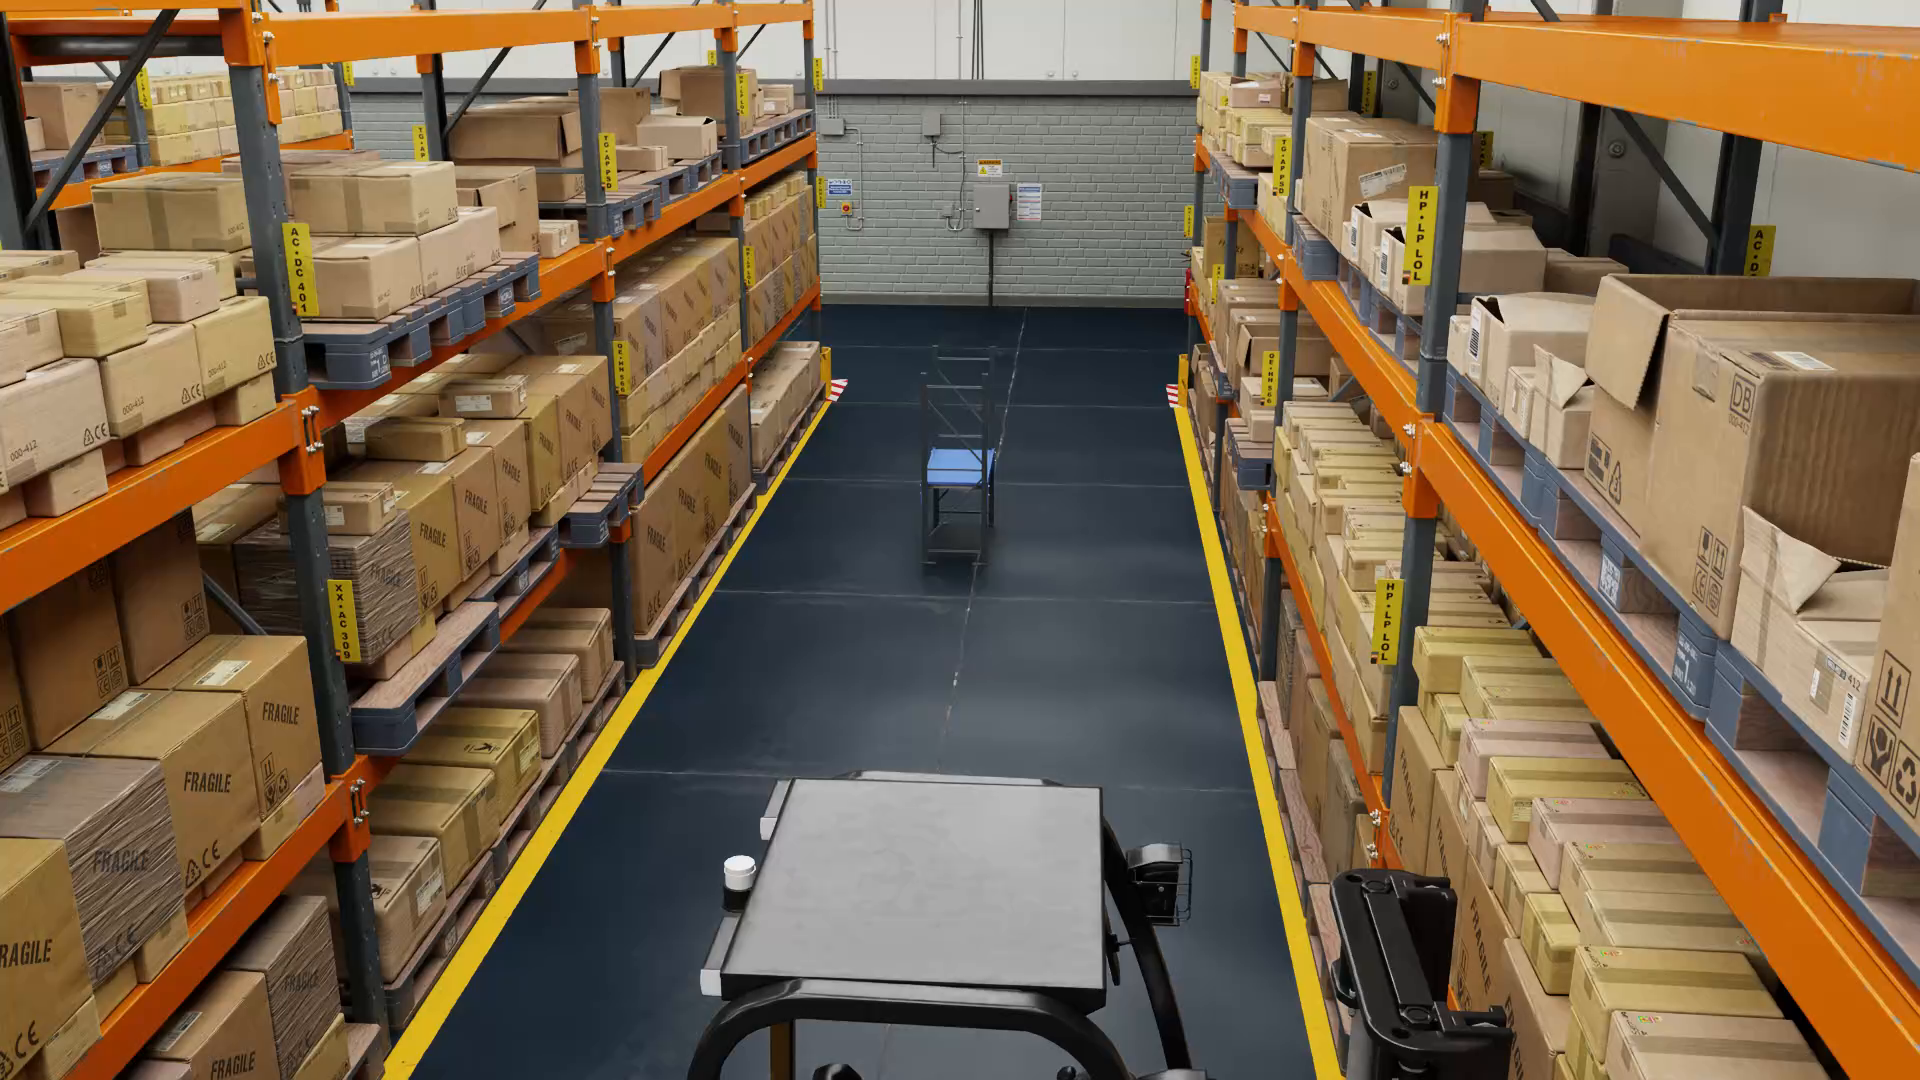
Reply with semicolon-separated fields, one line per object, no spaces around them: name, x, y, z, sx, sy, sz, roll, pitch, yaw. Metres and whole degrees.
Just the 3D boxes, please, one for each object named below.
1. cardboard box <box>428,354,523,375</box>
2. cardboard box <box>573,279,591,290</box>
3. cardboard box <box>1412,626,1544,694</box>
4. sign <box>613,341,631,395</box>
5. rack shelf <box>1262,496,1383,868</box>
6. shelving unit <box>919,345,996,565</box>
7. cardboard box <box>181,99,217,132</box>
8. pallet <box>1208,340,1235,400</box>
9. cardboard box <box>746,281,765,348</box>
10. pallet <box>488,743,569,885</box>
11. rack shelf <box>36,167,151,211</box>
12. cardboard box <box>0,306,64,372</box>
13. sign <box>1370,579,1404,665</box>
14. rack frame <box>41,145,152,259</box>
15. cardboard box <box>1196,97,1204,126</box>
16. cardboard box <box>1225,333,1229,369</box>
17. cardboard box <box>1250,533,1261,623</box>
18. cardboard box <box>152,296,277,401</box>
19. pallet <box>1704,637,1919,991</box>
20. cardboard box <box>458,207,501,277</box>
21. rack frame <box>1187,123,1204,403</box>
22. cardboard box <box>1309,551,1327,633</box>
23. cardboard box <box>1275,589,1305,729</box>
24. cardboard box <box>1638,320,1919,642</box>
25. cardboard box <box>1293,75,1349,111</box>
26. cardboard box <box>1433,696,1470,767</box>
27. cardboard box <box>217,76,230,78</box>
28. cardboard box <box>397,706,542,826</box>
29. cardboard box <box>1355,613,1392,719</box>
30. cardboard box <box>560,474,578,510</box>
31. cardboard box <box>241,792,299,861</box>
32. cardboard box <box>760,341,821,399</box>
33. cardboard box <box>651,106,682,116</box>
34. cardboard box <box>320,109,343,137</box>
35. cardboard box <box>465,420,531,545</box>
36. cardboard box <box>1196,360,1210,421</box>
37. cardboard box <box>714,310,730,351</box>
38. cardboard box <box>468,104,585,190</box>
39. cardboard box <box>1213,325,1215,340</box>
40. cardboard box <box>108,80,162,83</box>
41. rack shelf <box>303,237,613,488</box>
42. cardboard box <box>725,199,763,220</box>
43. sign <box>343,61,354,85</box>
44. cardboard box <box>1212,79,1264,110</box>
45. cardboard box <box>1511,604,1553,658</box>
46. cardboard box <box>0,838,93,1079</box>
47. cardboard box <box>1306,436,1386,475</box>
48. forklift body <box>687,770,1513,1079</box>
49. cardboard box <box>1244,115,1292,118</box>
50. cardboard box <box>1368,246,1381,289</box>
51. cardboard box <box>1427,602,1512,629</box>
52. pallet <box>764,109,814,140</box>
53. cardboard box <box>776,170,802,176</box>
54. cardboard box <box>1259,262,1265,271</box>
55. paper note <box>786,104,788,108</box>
cardboard box;-2.849;-0.789;9.701;0.500;0.500;0.500;1;18;2
cardboard box;-2.739;-1.538;11.533;0.500;0.500;0.500;1;18;4
cardboard box;1.760;0.412;5.668;0.380;0.149;0.250;2;18;5
sign;-2.044;-1.039;10.043;0.100;0.325;0.005;1;18;4
rack shelf;2.222;0.538;8.121;1.077;0.370;4.000;1;18;4
shelving unit;-0.006;-0.686;13.109;0.538;1.500;1.048;1;18;4
cardboard box;-6.929;-3.747;14.662;0.500;0.250;0.500;1;18;4
pallet;2.486;-1.331;12.976;1.003;0.211;1.213;1;18;4
cardboard box;-2.004;-1.965;14.442;0.500;0.500;0.500;2;18;6
pallet;-2.733;1.411;8.779;1.003;0.211;1.213;1;18;4
rack shelf;-7.387;-2.319;12.021;1.077;0.370;4.000;1;18;4
cardboard box;-2.737;-0.551;4.592;0.380;0.149;0.250;1;18;3
sign;1.537;0.295;5.973;0.100;0.325;0.005;1;18;4
rack frame;-7.244;-1.857;14.272;1.000;3.000;0.127;1;18;4
cardboard box;2.634;-4.274;16.595;0.500;0.250;0.500;1;18;3
cardboard box;2.170;-1.381;12.360;0.396;0.266;0.258;2;18;7
cardboard box;2.228;0.271;11.117;0.500;0.500;0.500;1;18;3
cardboard box;-2.636;-0.645;5.519;0.500;0.250;0.500;1;18;3
pallet;1.868;0.457;2.537;1.003;0.211;1.213;1;18;4
cardboard box;-2.381;-1.333;7.424;0.500;0.250;0.500;1;18;3
rack frame;2.939;-2.910;17.487;1.000;3.000;0.127;1;18;4
cardboard box;1.980;0.255;8.067;0.500;0.250;0.500;2;18;6
cardboard box;2.307;0.697;9.618;0.875;0.625;0.625;2;18;6
cardboard box;1.754;-0.120;3.158;0.700;0.500;0.500;1;18;4
cardboard box;2.713;-3.380;12.528;0.396;0.266;0.258;1;18;4
cardboard box;1.776;0.635;5.467;0.380;0.149;0.250;2;18;5
cardboard box;-6.820;-4.293;15.687;0.380;0.149;0.250;1;18;2
cardboard box;-2.741;1.154;8.629;0.950;0.372;0.625;2;18;6
cardboard box;1.859;0.492;6.541;0.500;0.250;0.500;1;18;3
cardboard box;-2.321;-0.266;9.147;0.380;0.149;0.250;0;18;1
cardboard box;-2.603;1.011;5.924;0.380;0.149;0.250;2;18;5
cardboard box;-1.960;-1.795;17.523;0.875;0.438;0.875;1;18;2
cardboard box;-2.573;-3.592;14.130;0.396;0.266;0.258;2;18;6
cardboard box;-6.726;-4.306;17.170;0.500;0.250;0.500;1;18;3
cardboard box;-2.442;-0.289;8.175;0.500;0.500;0.500;1;18;2
cardboard box;2.700;-1.469;16.430;0.700;0.500;0.500;2;18;6
cardboard box;-2.117;-1.646;13.067;0.500;0.250;0.500;2;18;5
cardboard box;-2.704;-2.519;10.642;0.700;0.500;0.500;0;18;1
cardboard box;2.415;-1.816;14.550;0.380;0.149;0.250;2;18;5
cardboard box;-7.427;-4.065;14.992;0.380;0.149;0.250;1;18;2
rack shelf;-2.729;-0.998;7.988;1.077;0.370;4.000;1;18;4
cardboard box;-1.960;-2.937;14.760;0.380;0.149;0.250;1;18;4
sign;-6.405;-4.926;17.401;0.100;0.325;0.005;1;18;4
cardboard box;2.552;-4.039;15.074;0.500;0.250;0.500;2;18;5
cardboard box;2.318;0.357;6.315;0.380;0.149;0.250;1;18;3
cardboard box;-2.751;1.142;4.481;0.500;0.500;0.500;1;18;3
cardboard box;2.032;-0.444;8.759;0.380;0.149;0.250;1;18;5
forklift body;0.108;1.833;4.375;2.313;2.155;1.214;1;18;4
cardboard box;2.233;-2.956;11.900;0.380;0.149;0.250;2;18;5
cardboard box;1.855;-1.085;6.667;0.380;0.149;0.250;1;18;4
cardboard box;1.882;0.350;6.335;0.380;0.149;0.250;2;18;6
pallet;-2.055;-4.172;16.664;1.003;0.211;1.213;1;18;4
cardboard box;-1.838;-3.735;17.196;0.380;0.149;0.250;2;18;5
cardboard box;3.092;-2.518;16.052;0.500;0.250;0.500;2;18;6
paper note;-1.582;-3.981;15.258;0.006;0.032;0.123;1;18;4
